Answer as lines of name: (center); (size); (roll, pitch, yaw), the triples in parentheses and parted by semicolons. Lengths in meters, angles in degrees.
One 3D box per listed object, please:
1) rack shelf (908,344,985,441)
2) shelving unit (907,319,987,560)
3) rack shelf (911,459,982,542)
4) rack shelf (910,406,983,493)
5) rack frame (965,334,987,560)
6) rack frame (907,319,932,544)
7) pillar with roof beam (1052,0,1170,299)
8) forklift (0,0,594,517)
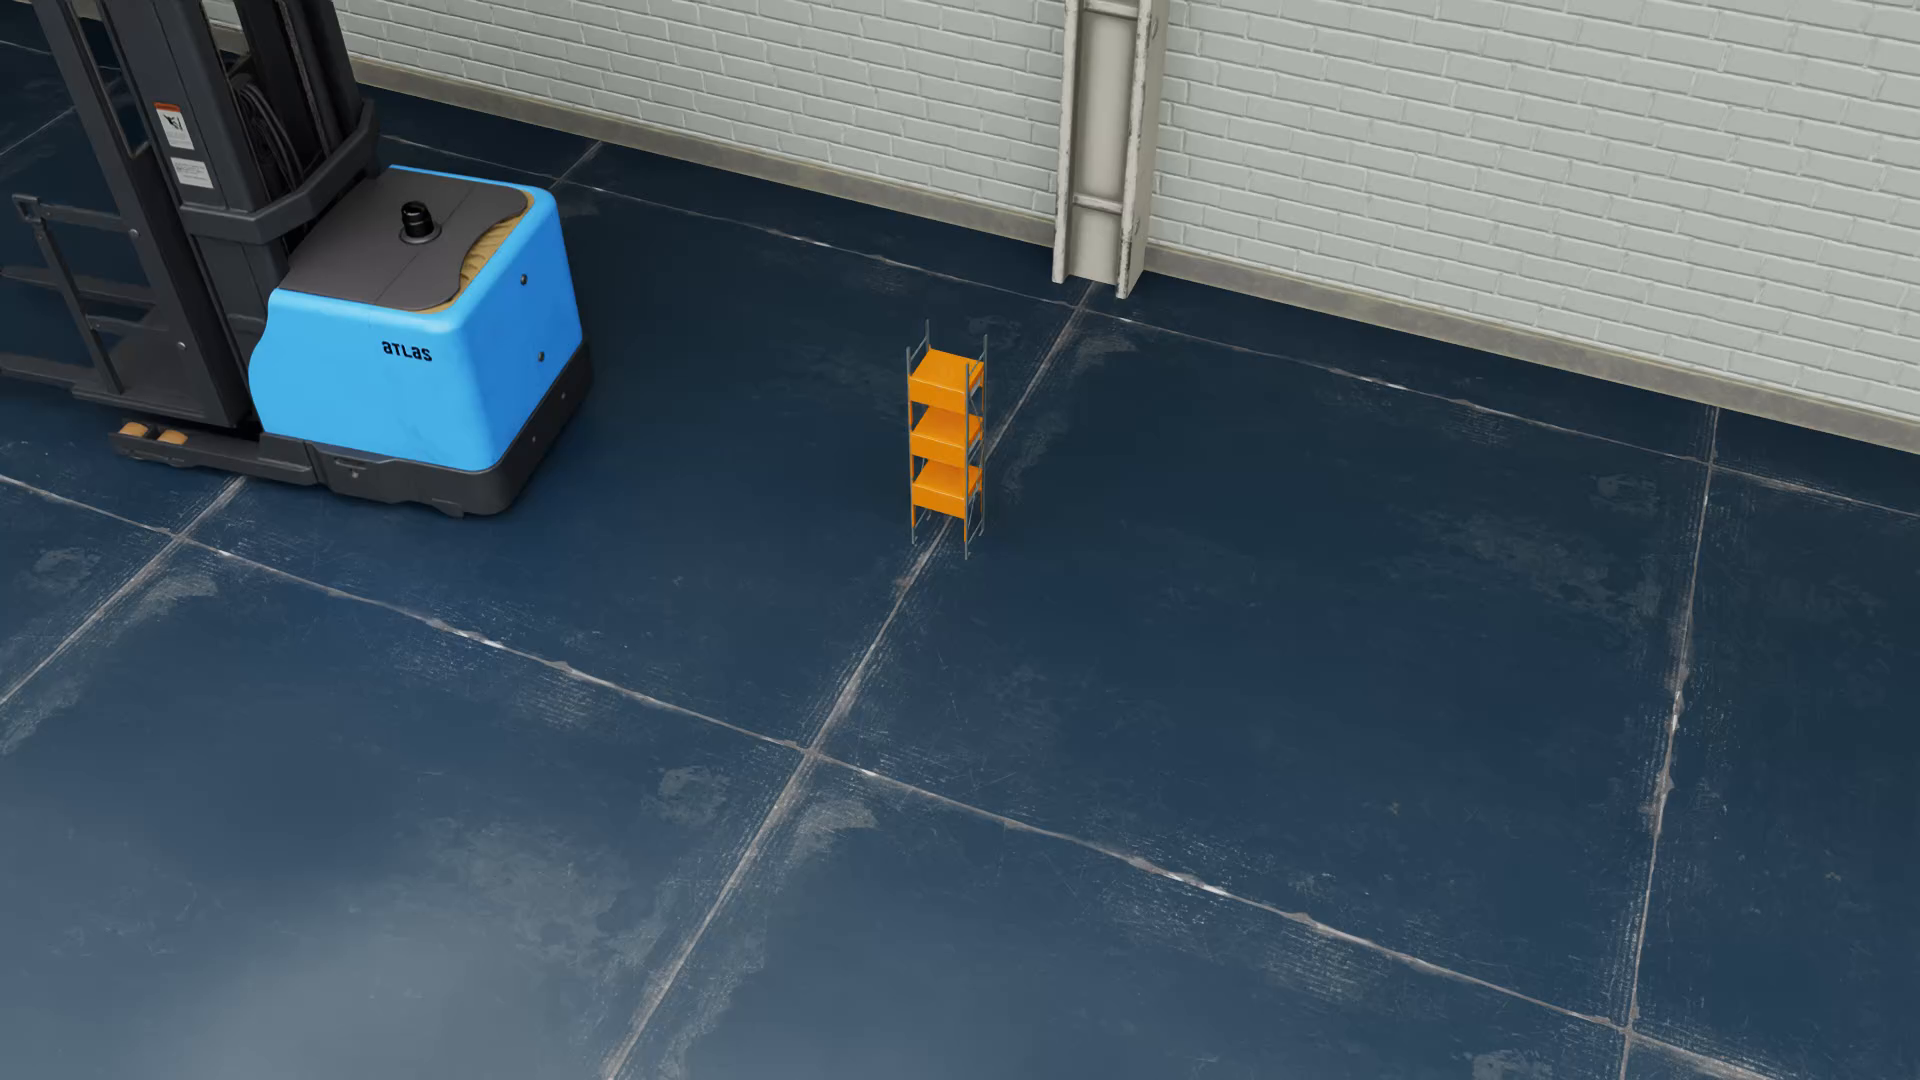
rack shelf: (-0.049, -0.580, 6.541); (0.240, 0.259, 0.215); (16, 47, 16)
shelving unit: (-0.049, -0.387, 6.733); (0.252, 1.050, 0.215); (16, 47, 16)
rack shelf: (-0.049, -0.182, 6.937); (0.240, 0.259, 0.215); (16, 47, 16)
rack shelf: (-0.049, -0.379, 6.741); (0.240, 0.259, 0.215); (16, 47, 16)
rack frame: (0.063, -0.354, 6.700); (0.008, 1.050, 0.200); (16, 47, 16)
rack frame: (-0.162, -0.420, 6.767); (0.008, 1.050, 0.200); (16, 47, 16)
pillar with roof beam: (-0.953, -1.743, 2.461); (0.400, 9.000, 9.100); (16, 47, 16)
forklift: (-3.277, -1.713, 6.732); (3.031, 2.935, 1.130); (11, 46, 11)
